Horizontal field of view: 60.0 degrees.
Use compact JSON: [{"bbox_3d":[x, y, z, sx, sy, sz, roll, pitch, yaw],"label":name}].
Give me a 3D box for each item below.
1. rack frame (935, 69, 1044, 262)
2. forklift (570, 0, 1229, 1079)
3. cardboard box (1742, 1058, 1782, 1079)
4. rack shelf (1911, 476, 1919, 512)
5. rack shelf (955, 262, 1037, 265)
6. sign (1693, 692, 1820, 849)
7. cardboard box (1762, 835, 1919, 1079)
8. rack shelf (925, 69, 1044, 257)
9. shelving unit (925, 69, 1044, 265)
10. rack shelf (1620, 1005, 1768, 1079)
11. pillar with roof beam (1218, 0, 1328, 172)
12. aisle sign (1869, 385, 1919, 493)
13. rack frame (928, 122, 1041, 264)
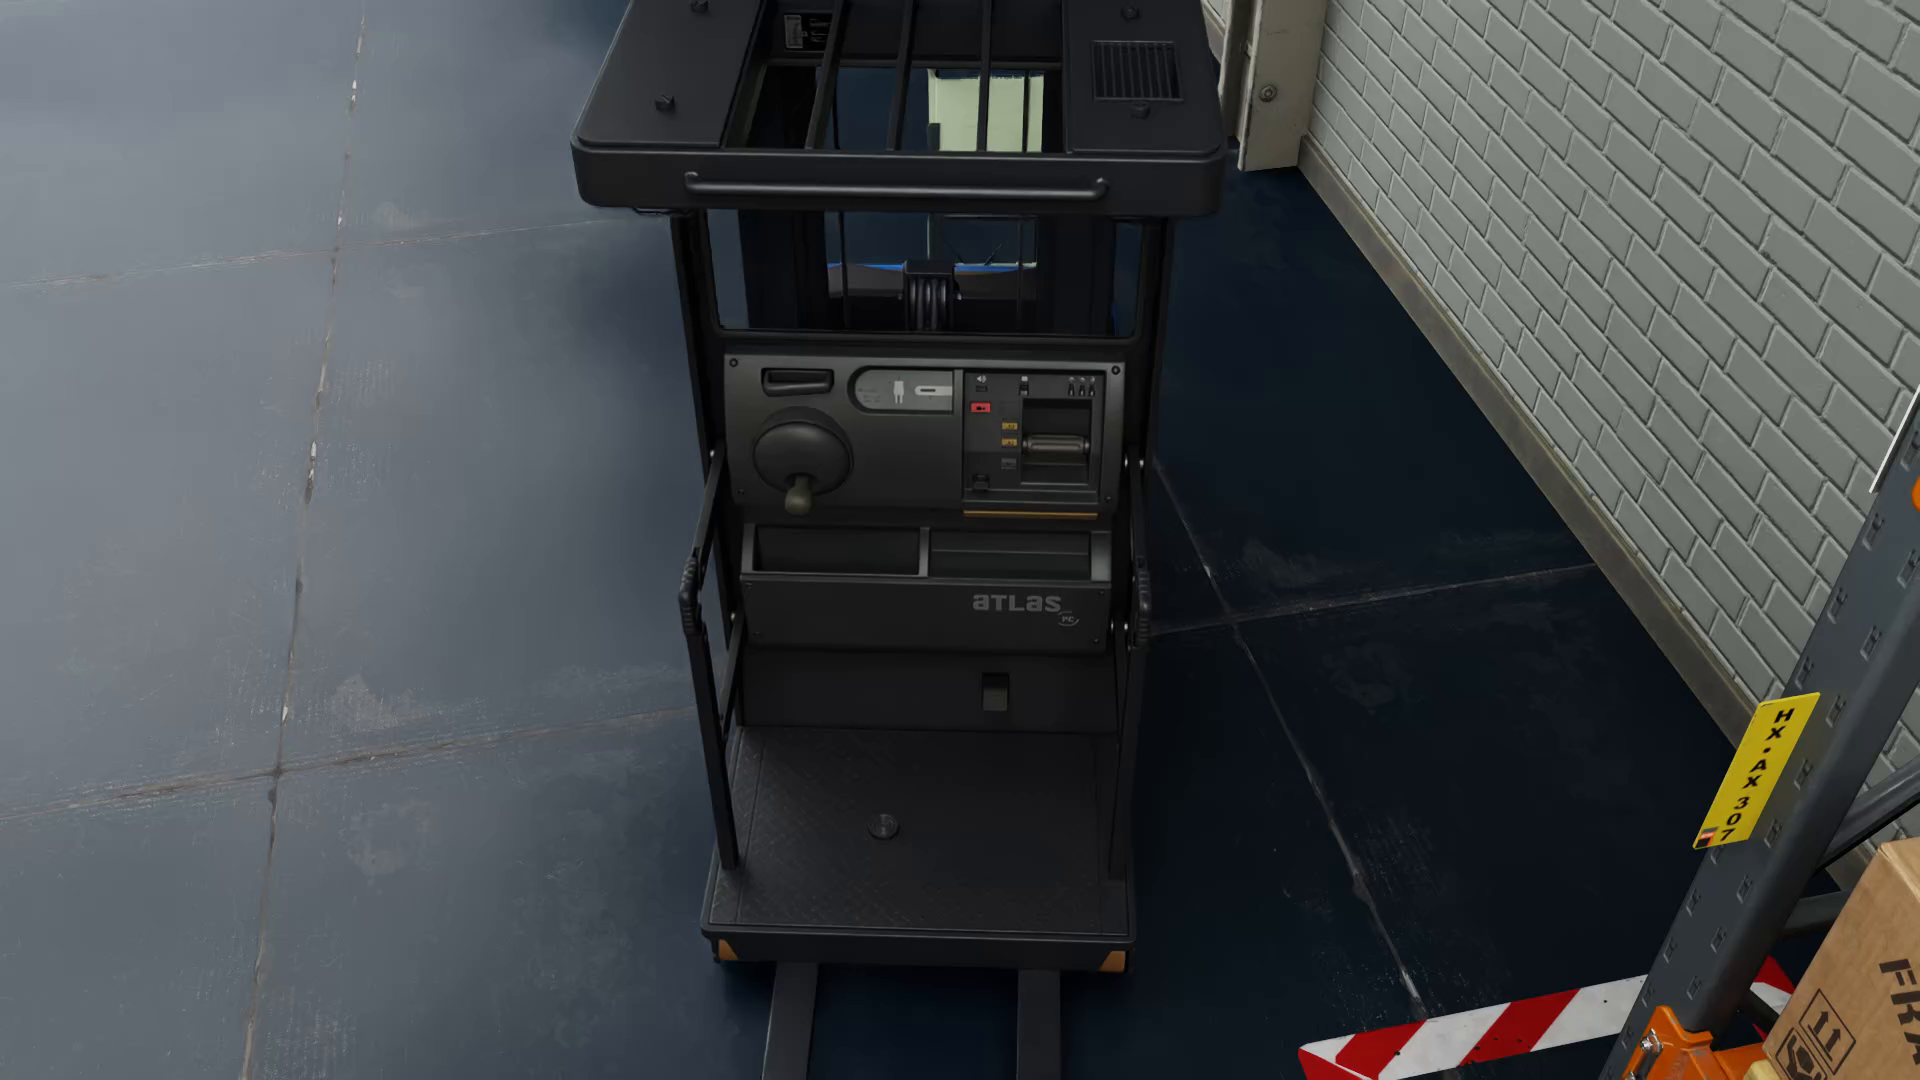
[{"bbox_3d":[0.101,-1.144,5.909,0.400,1.500,0.023,0,42,0],"label":"rack frame"},{"bbox_3d":[-0.089,-0.165,3.728,1.130,2.935,3.031,1,42,1],"label":"forklift"},{"bbox_3d":[1.498,1.001,2.461,0.500,0.250,0.500,-9,42,-11],"label":"cardboard box"},{"bbox_3d":[2.134,1.034,0.608,1.077,0.370,4.000,-8,42,-9],"label":"rack shelf"},{"bbox_3d":[0.104,-0.657,5.852,0.431,0.370,0.720,0,42,0],"label":"rack shelf"},{"bbox_3d":[1.173,0.344,2.450,0.100,0.325,0.005,-8,42,-9],"label":"sign"},{"bbox_3d":[1.512,0.711,2.223,0.500,0.500,0.500,-8,42,-9],"label":"cardboard box"},{"bbox_3d":[0.104,-1.193,5.376,0.431,0.370,0.720,0,42,0],"label":"rack shelf"},{"bbox_3d":[0.104,-0.901,5.635,0.431,1.500,0.755,0,42,0],"label":"shelving unit"},{"bbox_3d":[2.134,2.156,1.604,1.077,0.370,4.000,-8,42,-9],"label":"rack shelf"},{"bbox_3d":[-2.800,-4.596,4.149,9.100,9.000,0.400,-8,42,-9],"label":"pillar with roof beam"},{"bbox_3d":[1.394,-0.386,1.967,0.394,0.787,0.004,-8,42,-9],"label":"aisle sign"},{"bbox_3d":[0.106,-0.658,5.362,0.400,1.500,0.023,0,42,0],"label":"rack frame"}]
